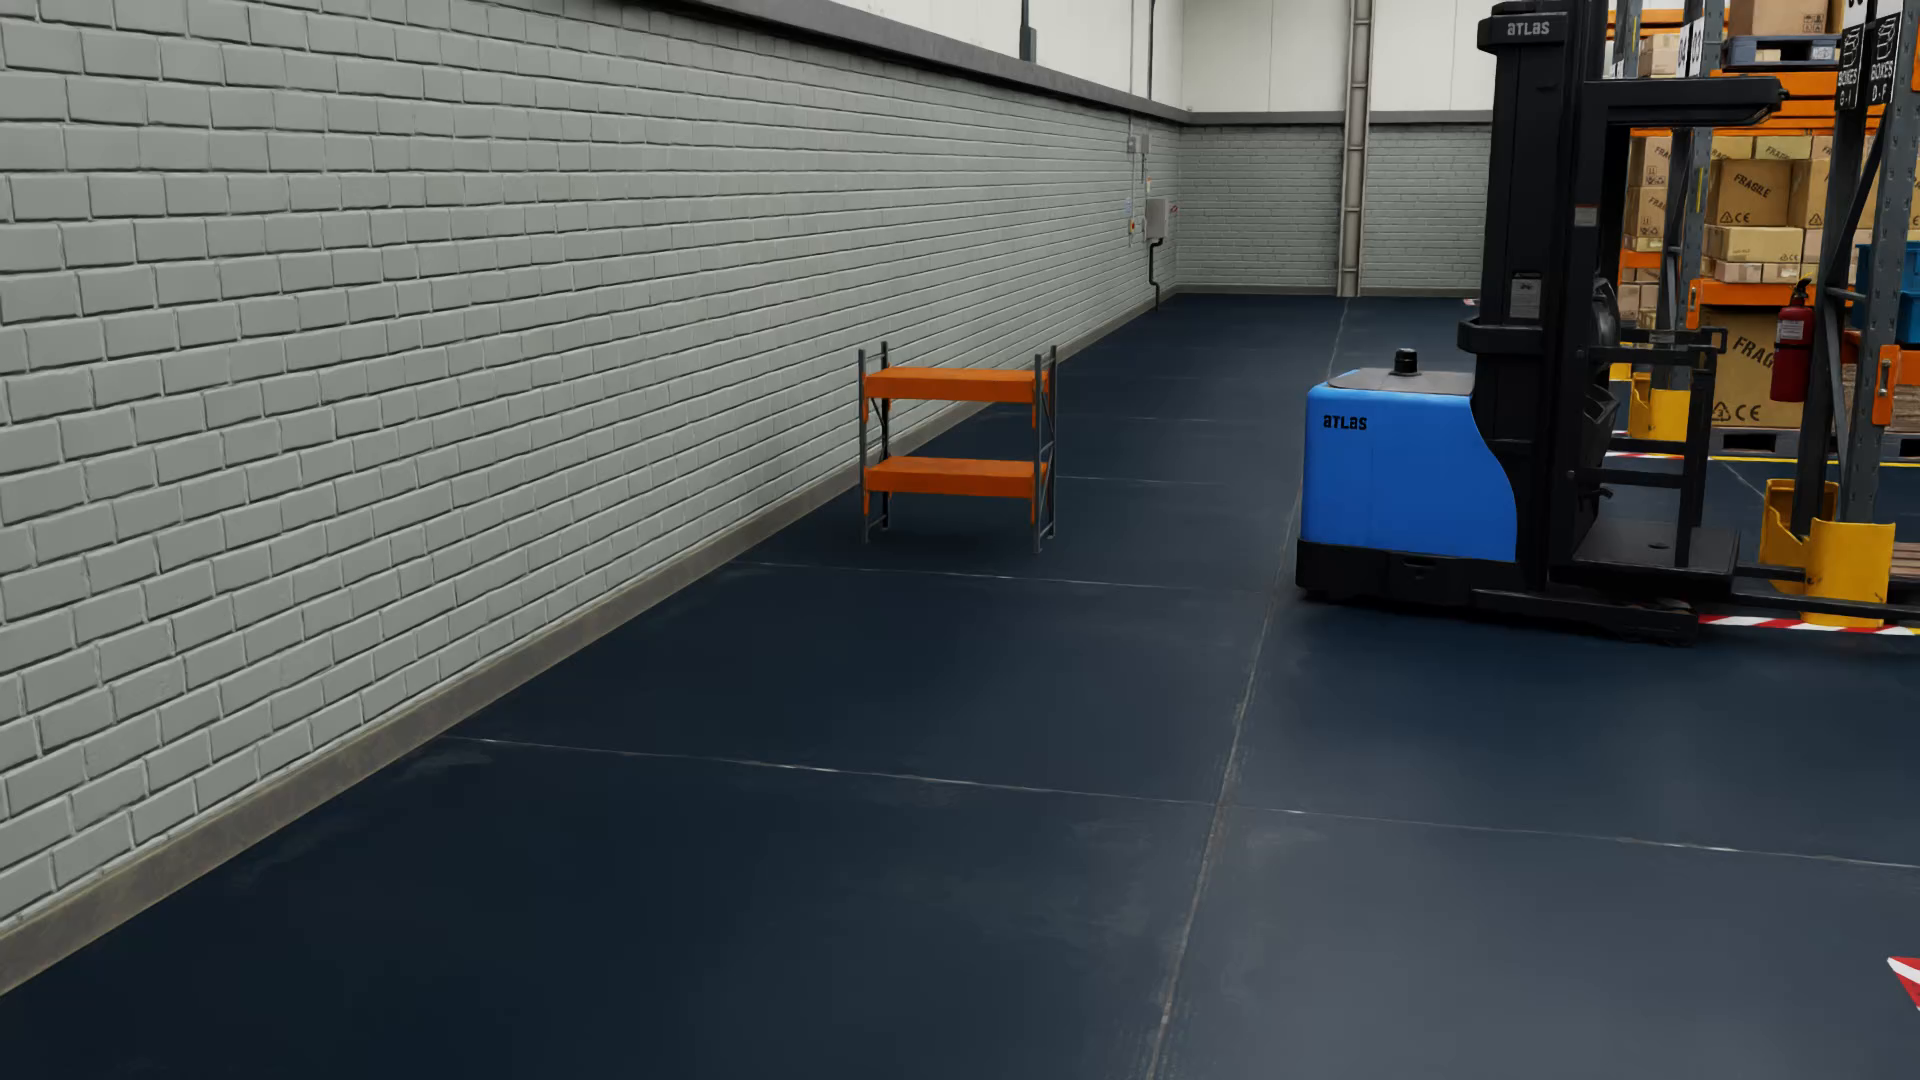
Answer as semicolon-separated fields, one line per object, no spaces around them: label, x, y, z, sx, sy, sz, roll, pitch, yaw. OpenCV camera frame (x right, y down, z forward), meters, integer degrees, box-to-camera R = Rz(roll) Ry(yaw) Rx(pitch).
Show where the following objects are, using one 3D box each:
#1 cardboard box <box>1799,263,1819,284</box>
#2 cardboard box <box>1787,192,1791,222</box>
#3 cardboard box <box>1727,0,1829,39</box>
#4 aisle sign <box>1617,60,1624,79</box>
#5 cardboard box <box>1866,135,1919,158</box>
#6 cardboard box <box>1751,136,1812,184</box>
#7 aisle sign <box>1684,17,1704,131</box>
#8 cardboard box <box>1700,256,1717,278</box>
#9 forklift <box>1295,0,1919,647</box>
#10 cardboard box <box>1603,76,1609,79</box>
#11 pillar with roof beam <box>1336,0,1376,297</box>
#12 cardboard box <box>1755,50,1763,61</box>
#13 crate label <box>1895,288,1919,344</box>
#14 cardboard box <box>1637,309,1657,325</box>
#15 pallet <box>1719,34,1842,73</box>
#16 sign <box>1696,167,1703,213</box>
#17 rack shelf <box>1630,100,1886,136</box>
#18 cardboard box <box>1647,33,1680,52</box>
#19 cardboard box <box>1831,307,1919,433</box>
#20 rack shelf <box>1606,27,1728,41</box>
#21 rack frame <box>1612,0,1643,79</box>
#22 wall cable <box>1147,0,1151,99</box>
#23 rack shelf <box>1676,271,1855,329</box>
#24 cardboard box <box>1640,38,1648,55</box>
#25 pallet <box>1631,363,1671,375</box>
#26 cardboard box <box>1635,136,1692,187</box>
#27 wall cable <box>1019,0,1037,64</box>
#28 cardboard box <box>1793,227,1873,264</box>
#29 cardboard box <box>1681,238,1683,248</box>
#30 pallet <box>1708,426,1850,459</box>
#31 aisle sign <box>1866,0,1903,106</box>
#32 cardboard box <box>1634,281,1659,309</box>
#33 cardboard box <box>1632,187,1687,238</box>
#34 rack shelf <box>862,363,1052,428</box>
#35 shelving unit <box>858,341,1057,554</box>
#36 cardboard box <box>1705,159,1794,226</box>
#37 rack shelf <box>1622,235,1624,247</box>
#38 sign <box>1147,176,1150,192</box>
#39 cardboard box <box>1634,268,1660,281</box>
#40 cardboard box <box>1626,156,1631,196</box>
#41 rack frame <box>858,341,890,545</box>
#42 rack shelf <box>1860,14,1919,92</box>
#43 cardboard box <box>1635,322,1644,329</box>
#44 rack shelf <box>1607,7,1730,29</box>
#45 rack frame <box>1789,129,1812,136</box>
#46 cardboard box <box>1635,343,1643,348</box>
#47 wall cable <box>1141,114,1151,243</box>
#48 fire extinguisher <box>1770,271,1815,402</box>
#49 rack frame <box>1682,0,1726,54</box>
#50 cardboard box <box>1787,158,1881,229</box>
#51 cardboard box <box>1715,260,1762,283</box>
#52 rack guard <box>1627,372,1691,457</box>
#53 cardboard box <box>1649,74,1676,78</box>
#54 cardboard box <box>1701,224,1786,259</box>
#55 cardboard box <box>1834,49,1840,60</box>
cardboard box;6.315;-1.981;12.316;0.250;0.149;0.380;3;13;12
cardboard box;8.206;-3.317;16.843;0.500;0.500;0.500;3;13;14
cardboard box;6.069;-3.969;12.340;0.500;0.500;0.700;2;13;10
aisle sign;6.695;-4.465;16.931;0.004;0.787;0.394;3;13;14
cardboard box;9.203;-3.752;16.496;0.500;0.500;0.500;3;13;15
cardboard box;8.201;-3.802;16.717;0.500;0.500;0.500;3;13;12
aisle sign;5.409;-3.427;12.254;0.004;0.787;0.394;3;13;14
cardboard box;5.976;-2.145;13.059;0.250;0.149;0.380;3;13;15
forklift;3.245;-1.078;7.826;3.031;2.935;1.130;6;14;26
cardboard box;8.384;-5.942;21.811;0.500;0.250;0.500;2;13;8
pillar with roof beam;5.678;-7.698;23.656;0.400;9.000;9.100;3;13;14
cardboard box;7.709;-4.786;16.647;0.500;0.250;0.500;3;13;13
crate label;4.525;-1.041;7.750;0.303;0.233;0.416;3;13;14
cardboard box;7.412;-2.385;17.795;0.250;0.149;0.380;3;13;14
pallet;6.274;-3.602;12.324;1.213;0.211;1.003;3;13;14
sign;5.412;-2.562;12.176;0.005;0.325;0.100;3;13;14
rack shelf;8.779;-4.265;16.765;4.000;0.370;1.077;3;13;14
cardboard box;7.098;-5.020;16.783;0.250;0.149;0.380;3;13;13
cardboard box;7.075;-1.321;12.701;0.875;0.875;0.875;3;13;14
rack shelf;11.053;-7.817;25.862;4.000;0.370;1.077;3;13;14
rack frame;6.838;-6.184;16.830;0.127;3.000;1.000;3;13;14
wall cable;2.518;-7.624;23.322;0.029;3.000;2.355;3;13;14
rack shelf;7.493;-1.762;12.413;4.000;0.370;1.077;3;13;14
cardboard box;7.231;-5.130;17.275;0.250;0.149;0.380;3;13;13
pallet;7.692;-1.840;17.541;1.213;0.211;1.003;3;13;14
cardboard box;7.210;-3.858;16.972;0.500;0.500;0.500;3;13;13
wall cable;0.887;-7.735;16.394;0.120;5.999;2.277;3;13;14
cardboard box;6.459;-2.182;12.303;0.500;0.250;0.500;3;13;13
cardboard box;7.331;-3.042;17.101;0.250;0.149;0.380;4;13;16
pallet;6.346;-0.831;12.992;1.213;0.211;1.003;3;13;14
aisle sign;4.223;-2.386;7.562;0.004;0.787;0.394;3;13;14
cardboard box;9.481;-3.197;22.162;0.875;0.438;0.875;3;13;15
cardboard box;7.207;-3.368;17.070;0.500;0.500;0.500;4;13;16
rack shelf;-0.007;-0.835;9.550;1.000;0.278;0.538;3;13;14
shelving unit;-0.007;-0.549;9.613;1.048;1.125;0.538;3;13;14
cardboard box;6.087;-2.685;12.841;0.500;0.500;0.500;3;13;14
rack shelf;9.867;-3.846;21.806;4.000;0.370;1.077;3;13;14
sign;2.876;-5.425;25.356;0.001;0.242;0.339;3;13;14
cardboard box;10.992;-4.177;26.438;0.500;0.500;0.500;3;13;15
cardboard box;8.827;-4.728;21.580;0.500;0.500;0.500;3;13;12
rack frame;-0.500;-0.576;9.732;0.032;1.125;0.500;3;13;14
rack shelf;6.306;-2.185;7.393;4.000;0.370;1.077;3;13;14
cardboard box;7.418;-2.246;17.858;0.250;0.149;0.380;3;13;12
rack shelf;9.867;-6.580;21.199;4.000;0.370;1.077;3;13;14
rack frame;12.995;-5.138;25.966;0.127;3.000;1.000;3;13;14
cardboard box;7.399;-2.085;17.818;0.250;0.149;0.380;3;13;14
wall cable;2.774;-5.384;24.729;0.122;1.984;0.588;3;13;14
fire extinguisher;4.327;-1.059;8.623;0.183;0.674;0.296;3;13;14
rack frame;5.551;-5.146;12.153;0.127;3.000;1.000;3;13;14
cardboard box;6.438;-2.548;12.220;0.500;0.500;0.500;3;13;12
cardboard box;5.817;-2.007;12.434;0.250;0.149;0.380;3;13;14
rack guard;5.528;-0.998;13.079;0.348;0.500;1.175;3;13;14
cardboard box;7.212;-4.569;16.824;0.500;0.250;0.500;4;13;16
cardboard box;6.085;-2.320;12.925;0.500;0.250;0.500;3;13;13
cardboard box;8.688;-4.731;16.401;0.500;0.250;0.500;3;13;11
